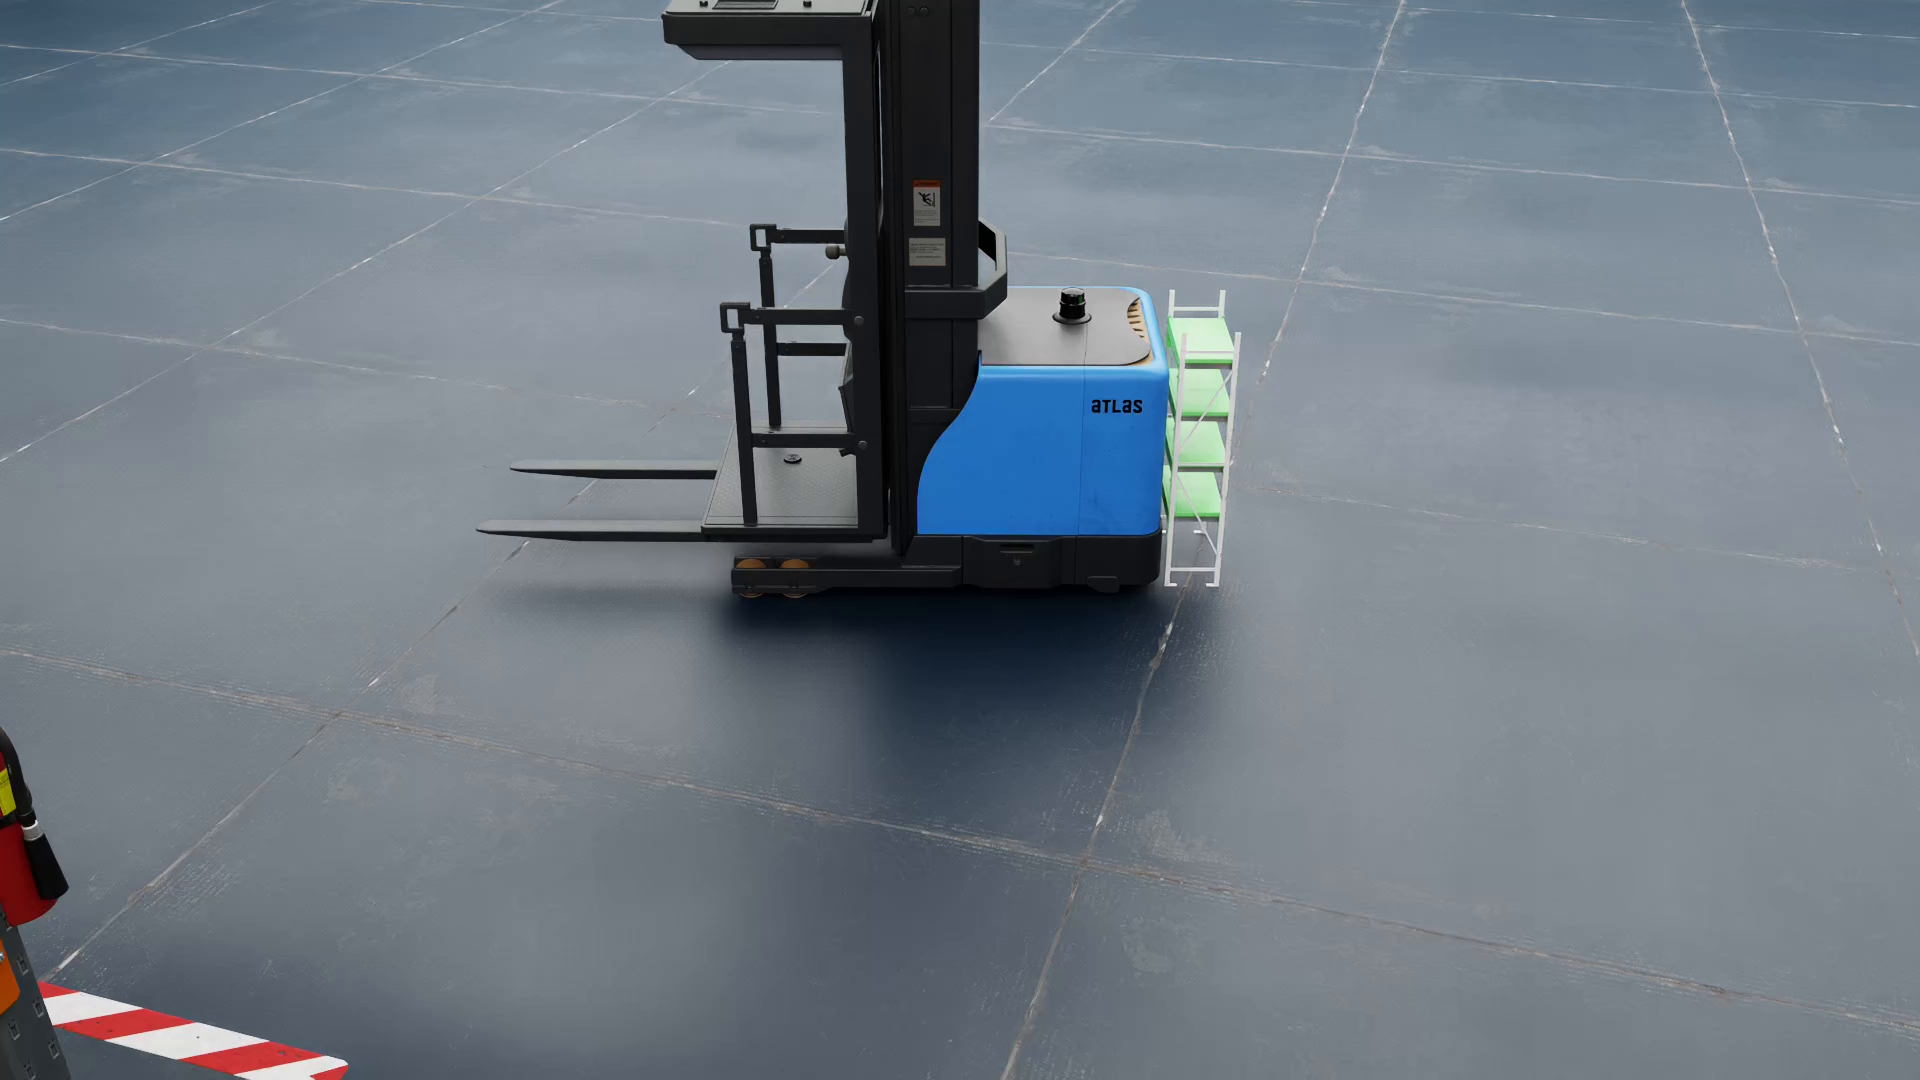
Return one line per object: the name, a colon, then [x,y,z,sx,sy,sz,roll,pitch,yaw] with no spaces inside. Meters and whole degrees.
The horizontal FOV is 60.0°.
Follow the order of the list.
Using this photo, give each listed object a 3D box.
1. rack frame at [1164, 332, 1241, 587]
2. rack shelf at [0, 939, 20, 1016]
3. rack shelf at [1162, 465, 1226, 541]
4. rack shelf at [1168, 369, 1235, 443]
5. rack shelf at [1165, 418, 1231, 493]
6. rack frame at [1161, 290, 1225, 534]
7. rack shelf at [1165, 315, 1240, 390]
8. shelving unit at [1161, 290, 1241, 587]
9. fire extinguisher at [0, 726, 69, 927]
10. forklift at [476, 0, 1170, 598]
rack frame: [1.028,-0.322,7.094,0.240,1.200,0.015,0,29,1]
rack shelf: [-3.264,1.757,2.245,1.077,0.370,4.000,8,30,15]
rack shelf: [1.031,-0.175,7.455,0.258,0.148,0.480,0,29,1]
rack shelf: [1.031,-0.594,7.221,0.258,0.148,0.480,0,29,1]
rack shelf: [1.031,-0.384,7.338,0.258,0.148,0.480,0,29,1]
rack frame: [1.033,-0.559,7.520,0.240,1.200,0.015,0,29,1]
rack shelf: [1.031,-0.804,7.105,0.258,0.148,0.480,0,29,1]
shelving unit: [1.031,-0.440,7.307,0.258,1.200,0.503,0,29,1]
fire extinguisher: [-2.203,0.560,3.737,0.296,0.674,0.183,8,30,15]
forklift: [-0.630,-1.284,7.043,3.031,2.935,1.130,0,29,1]
